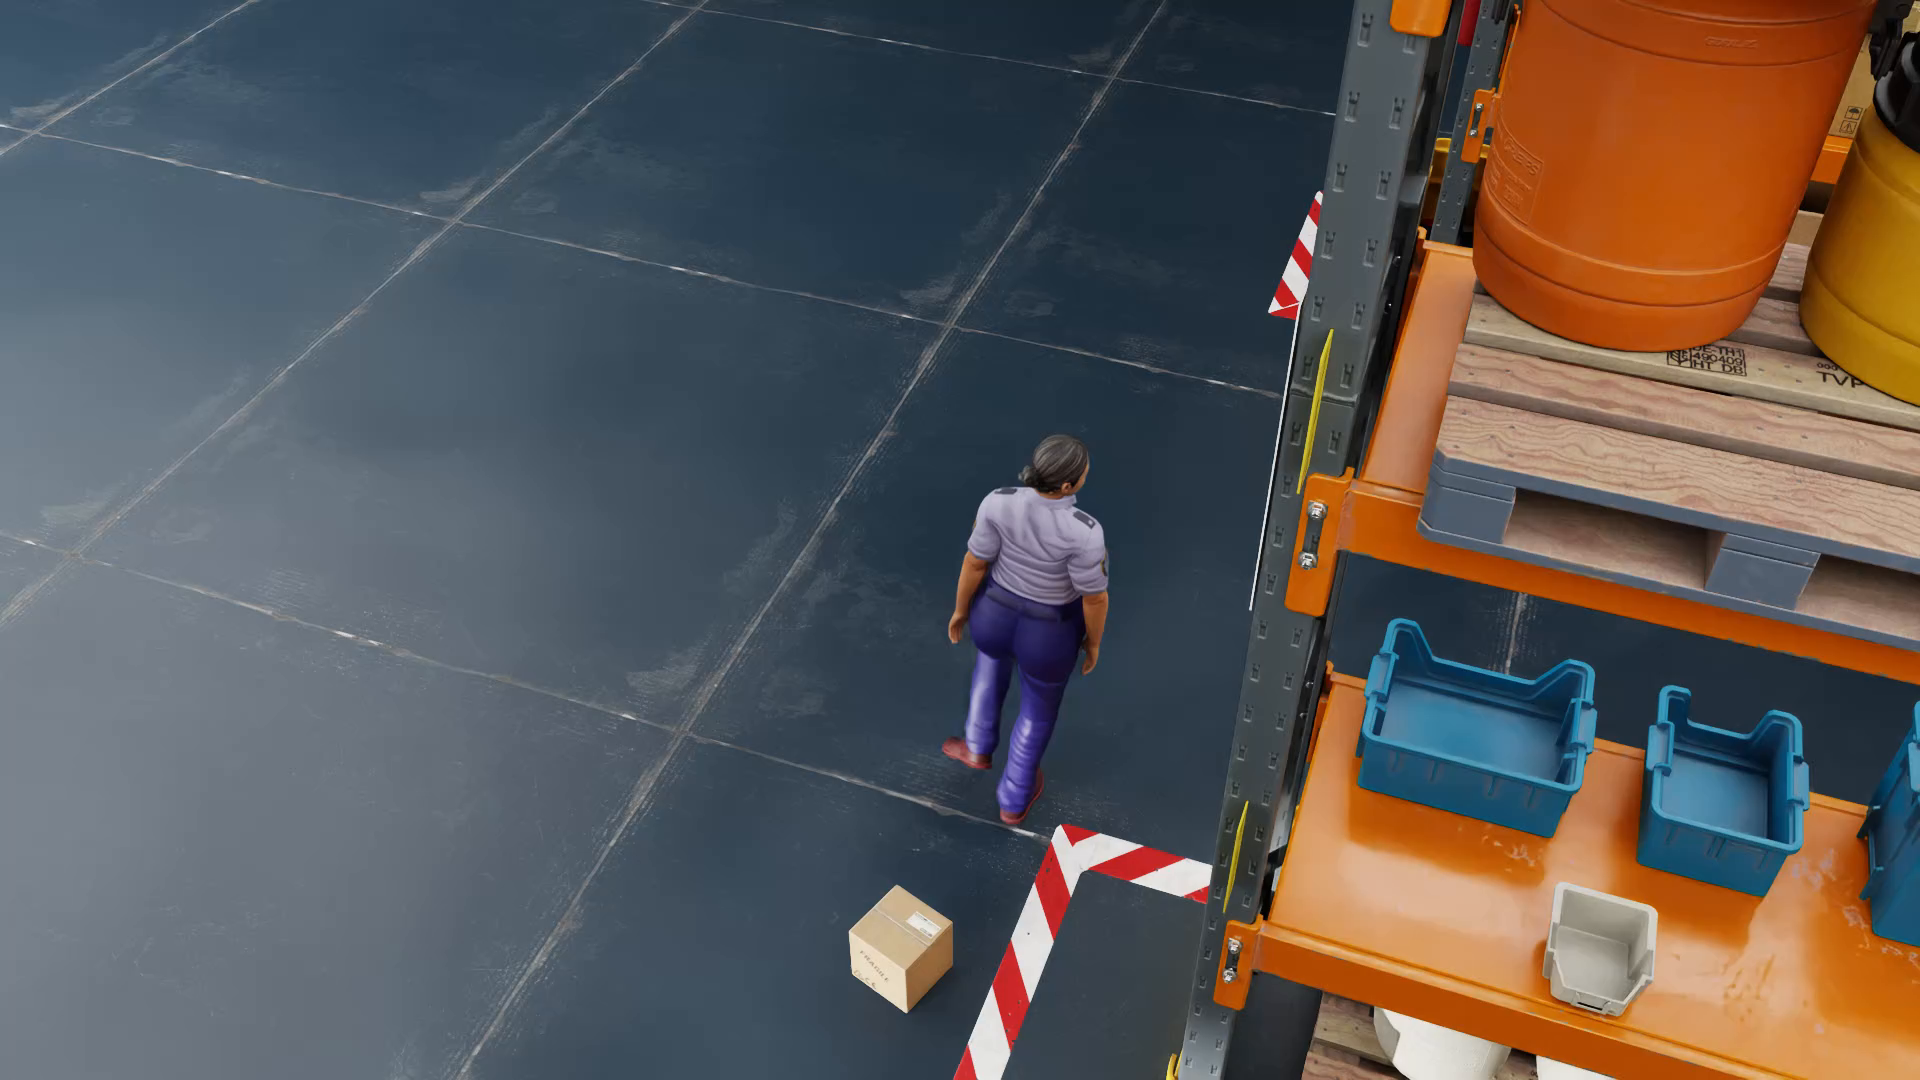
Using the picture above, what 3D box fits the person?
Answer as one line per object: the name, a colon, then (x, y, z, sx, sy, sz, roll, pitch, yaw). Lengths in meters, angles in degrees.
person: (0.220, 0.299, 5.827, 0.608, 1.623, 0.483, 18, 45, 19)
